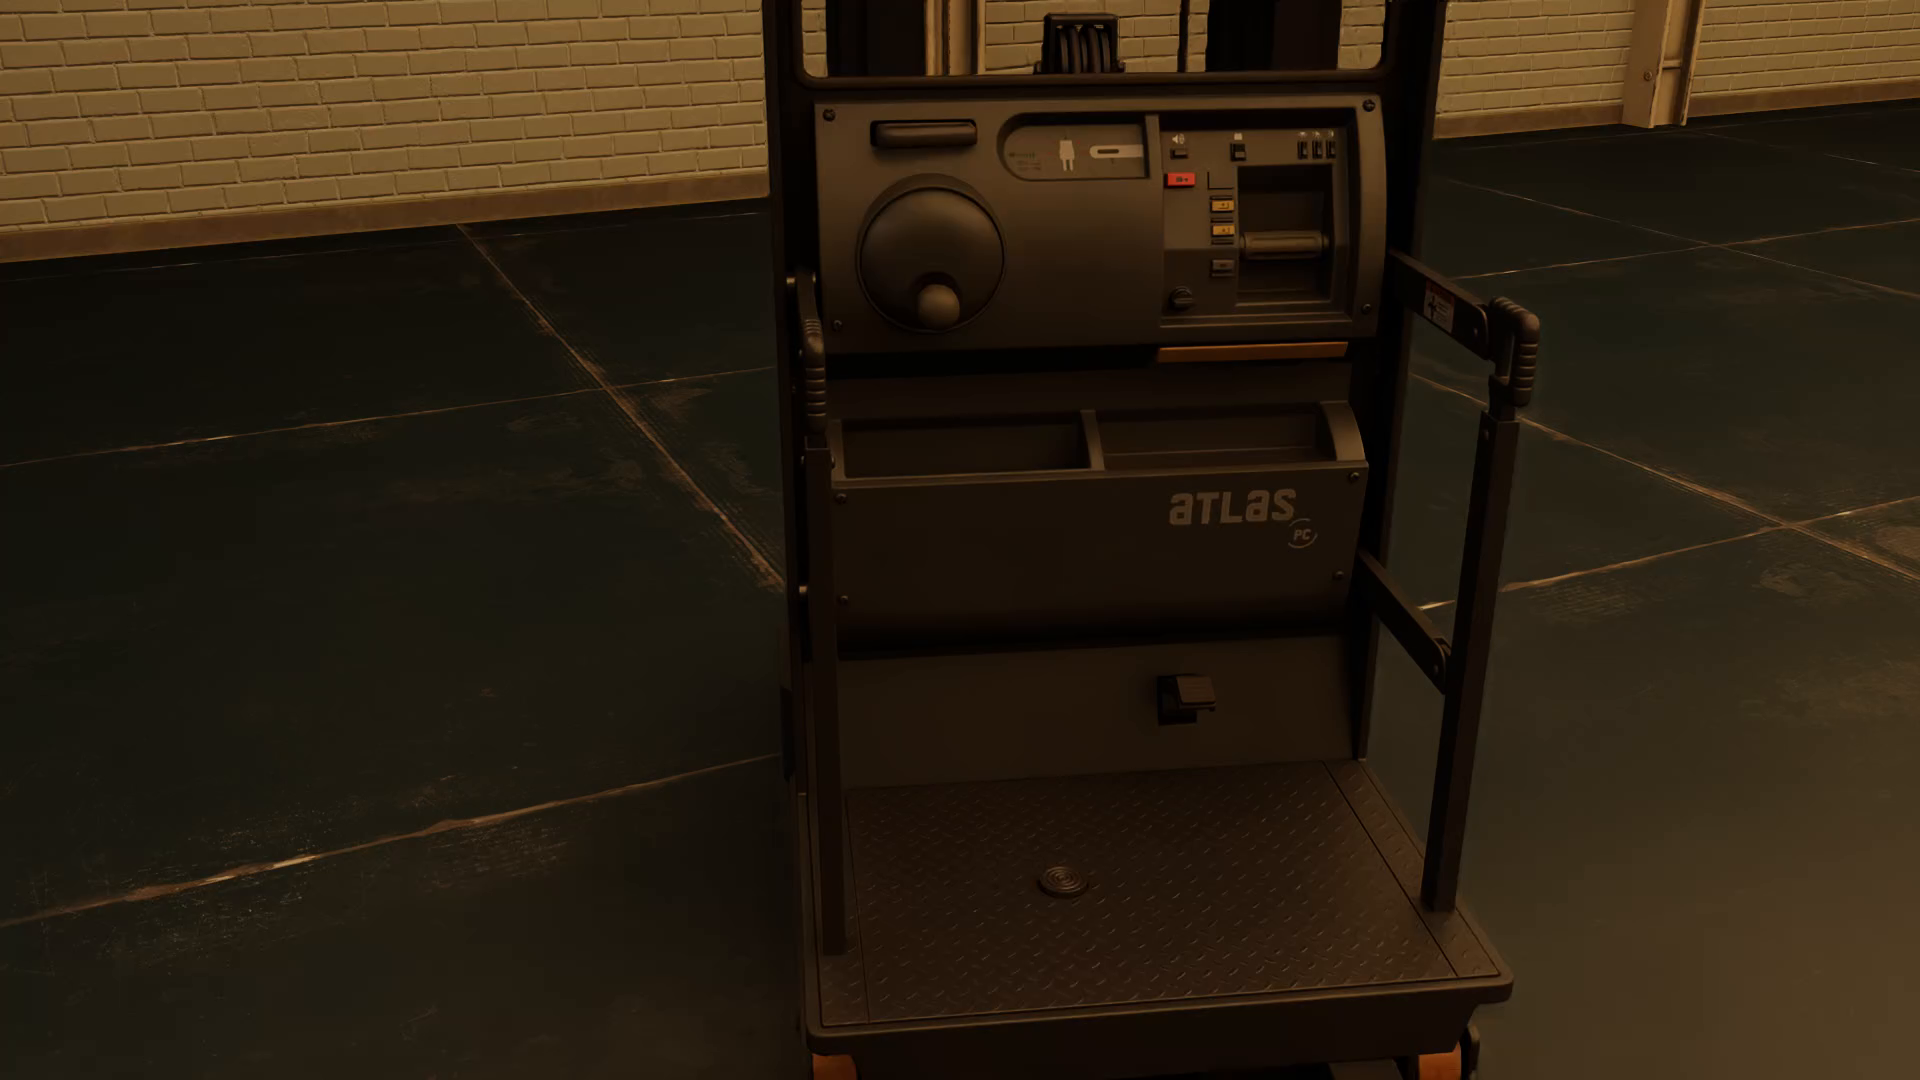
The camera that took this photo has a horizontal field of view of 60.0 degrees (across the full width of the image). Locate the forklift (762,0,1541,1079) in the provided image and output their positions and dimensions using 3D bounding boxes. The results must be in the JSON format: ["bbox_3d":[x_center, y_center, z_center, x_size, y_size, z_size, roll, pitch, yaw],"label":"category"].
[{"bbox_3d":[0.261,-0.503,2.498,1.130,2.935,3.031,-3,23,-6],"label":"forklift"}]
